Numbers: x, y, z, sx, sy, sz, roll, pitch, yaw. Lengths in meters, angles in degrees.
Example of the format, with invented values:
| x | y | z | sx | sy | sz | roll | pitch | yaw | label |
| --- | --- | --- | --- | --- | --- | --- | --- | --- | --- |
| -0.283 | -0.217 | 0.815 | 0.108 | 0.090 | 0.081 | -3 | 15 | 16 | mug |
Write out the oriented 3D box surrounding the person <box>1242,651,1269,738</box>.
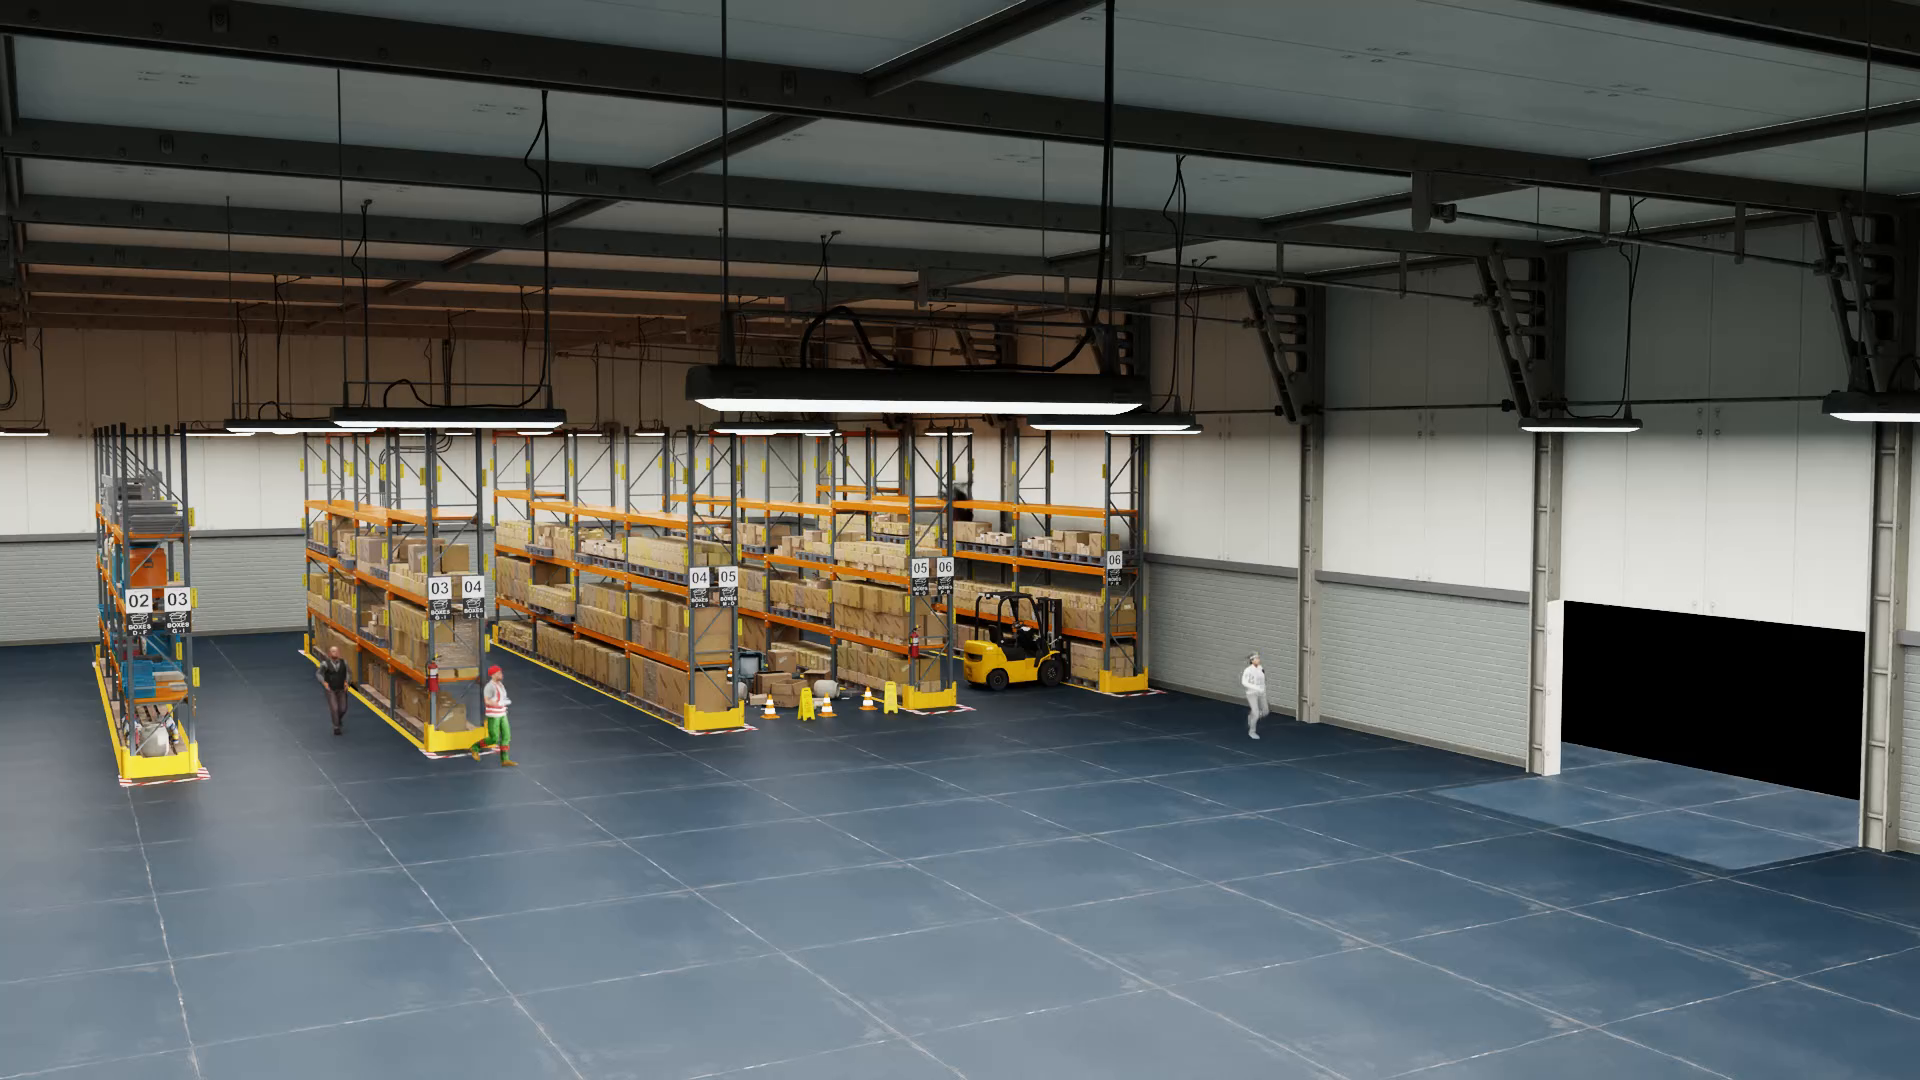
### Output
| x | y | z | sx | sy | sz | roll | pitch | yaw | label |
| --- | --- | --- | --- | --- | --- | --- | --- | --- | --- |
| 5.683 | 2.964 | 31.919 | 0.658 | 1.665 | 0.561 | -2 | 4 | -36 | person |

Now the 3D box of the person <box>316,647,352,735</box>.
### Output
| x | y | z | sx | sy | sz | roll | pitch | yaw | label |
| --- | --- | --- | --- | --- | --- | --- | --- | --- | --- |
| -12.187 | 2.919 | 32.386 | 0.670 | 1.697 | 0.617 | -2 | 4 | -34 | person |

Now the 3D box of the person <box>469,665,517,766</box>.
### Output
| x | y | z | sx | sy | sz | roll | pitch | yaw | label |
| --- | --- | --- | --- | --- | --- | --- | --- | --- | --- |
| -8.130 | 3.073 | 29.053 | 0.844 | 1.767 | 0.661 | 1 | 4 | 13 | person |

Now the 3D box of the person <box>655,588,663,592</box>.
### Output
| x | y | z | sx | sy | sz | roll | pitch | yaw | label |
| --- | --- | --- | --- | --- | --- | --- | --- | --- | --- |
| -9.076 | 1.834 | 50.593 | 0.887 | 1.624 | 0.693 | 0 | 3 | -8 | person |

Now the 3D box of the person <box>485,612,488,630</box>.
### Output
| x | y | z | sx | sy | sz | roll | pitch | yaw | label |
| --- | --- | --- | --- | --- | --- | --- | --- | --- | --- |
| -12.275 | 2.315 | 42.112 | 0.698 | 1.716 | 0.610 | -2 | 4 | -35 | person |
